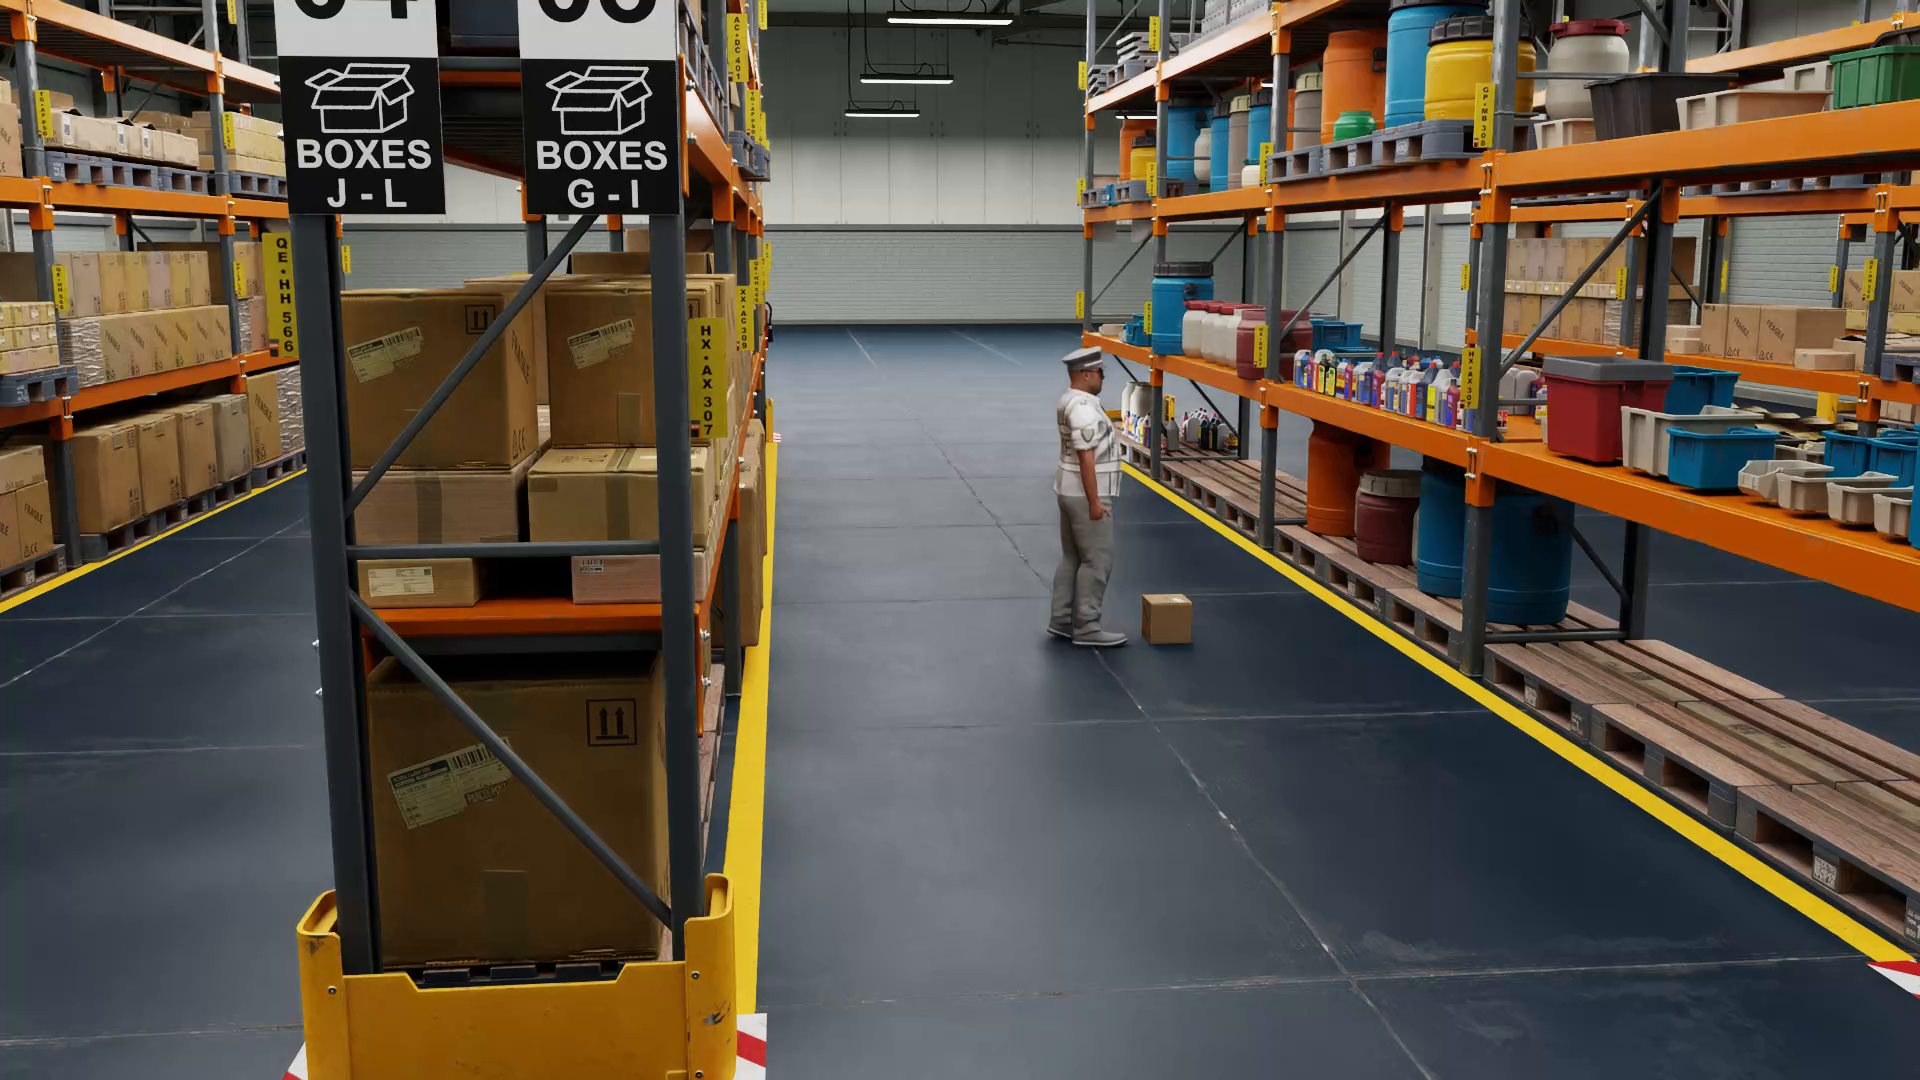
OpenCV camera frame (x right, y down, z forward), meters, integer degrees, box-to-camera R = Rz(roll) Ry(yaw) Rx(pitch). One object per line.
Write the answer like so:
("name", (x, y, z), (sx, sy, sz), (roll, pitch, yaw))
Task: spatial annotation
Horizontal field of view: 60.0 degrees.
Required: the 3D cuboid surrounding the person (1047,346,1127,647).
("person", (0.758, -0.244, 9.844), (0.447, 1.800, 0.531), (-1, 10, -5))
